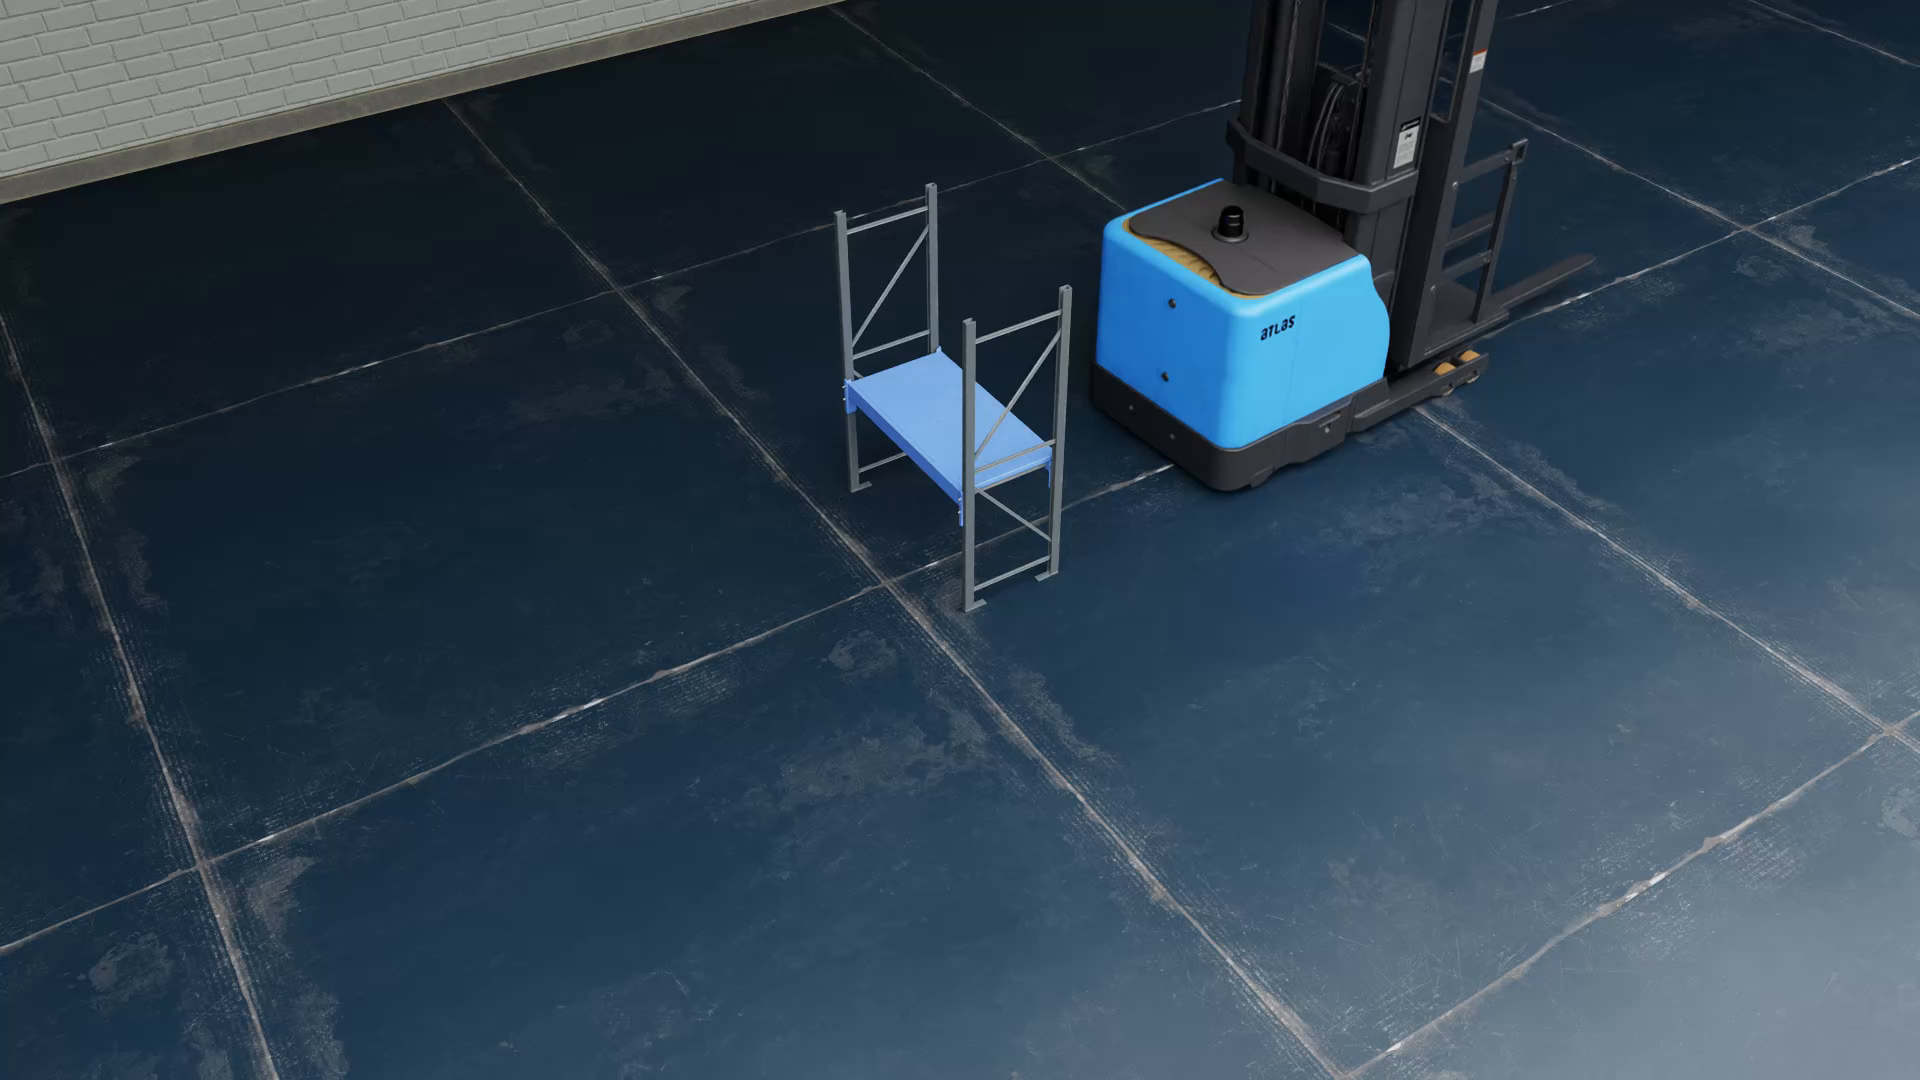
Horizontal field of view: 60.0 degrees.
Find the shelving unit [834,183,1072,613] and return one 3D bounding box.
[{"bbox_3d":[-0.046,-0.622,7.325,0.538,1.500,1.048,-22,45,-24],"label":"shelving unit"}]

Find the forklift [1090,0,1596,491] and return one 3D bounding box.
[{"bbox_3d":[2.148,-2.126,8.012,3.031,2.935,1.130,-26,46,-27],"label":"forklift"}]

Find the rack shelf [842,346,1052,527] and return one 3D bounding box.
[{"bbox_3d":[-0.046,-0.484,7.440,0.538,0.185,1.000,-22,45,-24],"label":"rack shelf"}]

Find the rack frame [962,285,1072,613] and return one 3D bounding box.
[{"bbox_3d":[0.227,-0.348,6.996,0.500,1.500,0.032,-22,45,-24],"label":"rack frame"}]

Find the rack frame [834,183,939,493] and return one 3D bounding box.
[{"bbox_3d":[-0.319,-0.897,7.654,0.500,1.500,0.032,-22,45,-24],"label":"rack frame"}]
